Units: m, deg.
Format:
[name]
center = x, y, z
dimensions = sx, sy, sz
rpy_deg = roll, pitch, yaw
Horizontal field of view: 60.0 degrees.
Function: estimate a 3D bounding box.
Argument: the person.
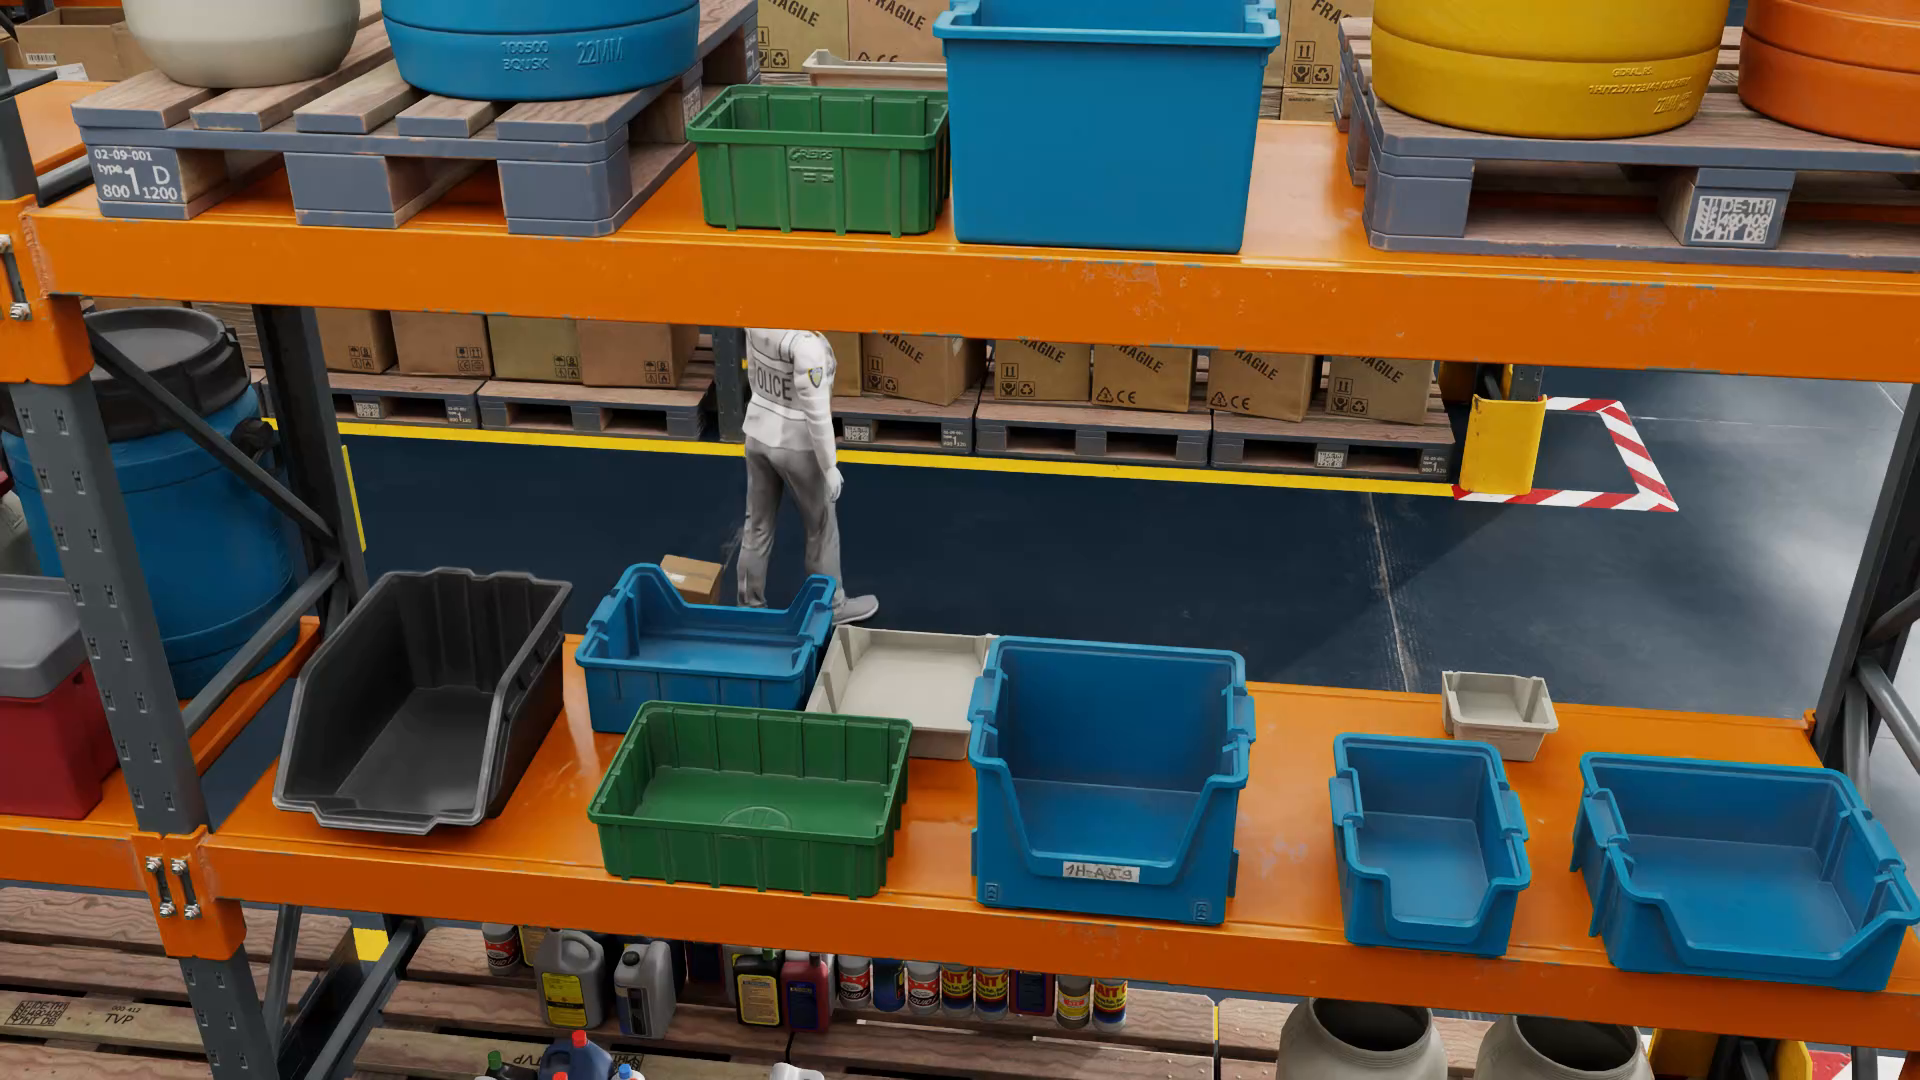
[person]
center = -0.663, -0.383, 6.784
dimensions = 0.529, 1.656, 0.580
rpy_deg = 24, 37, 37
